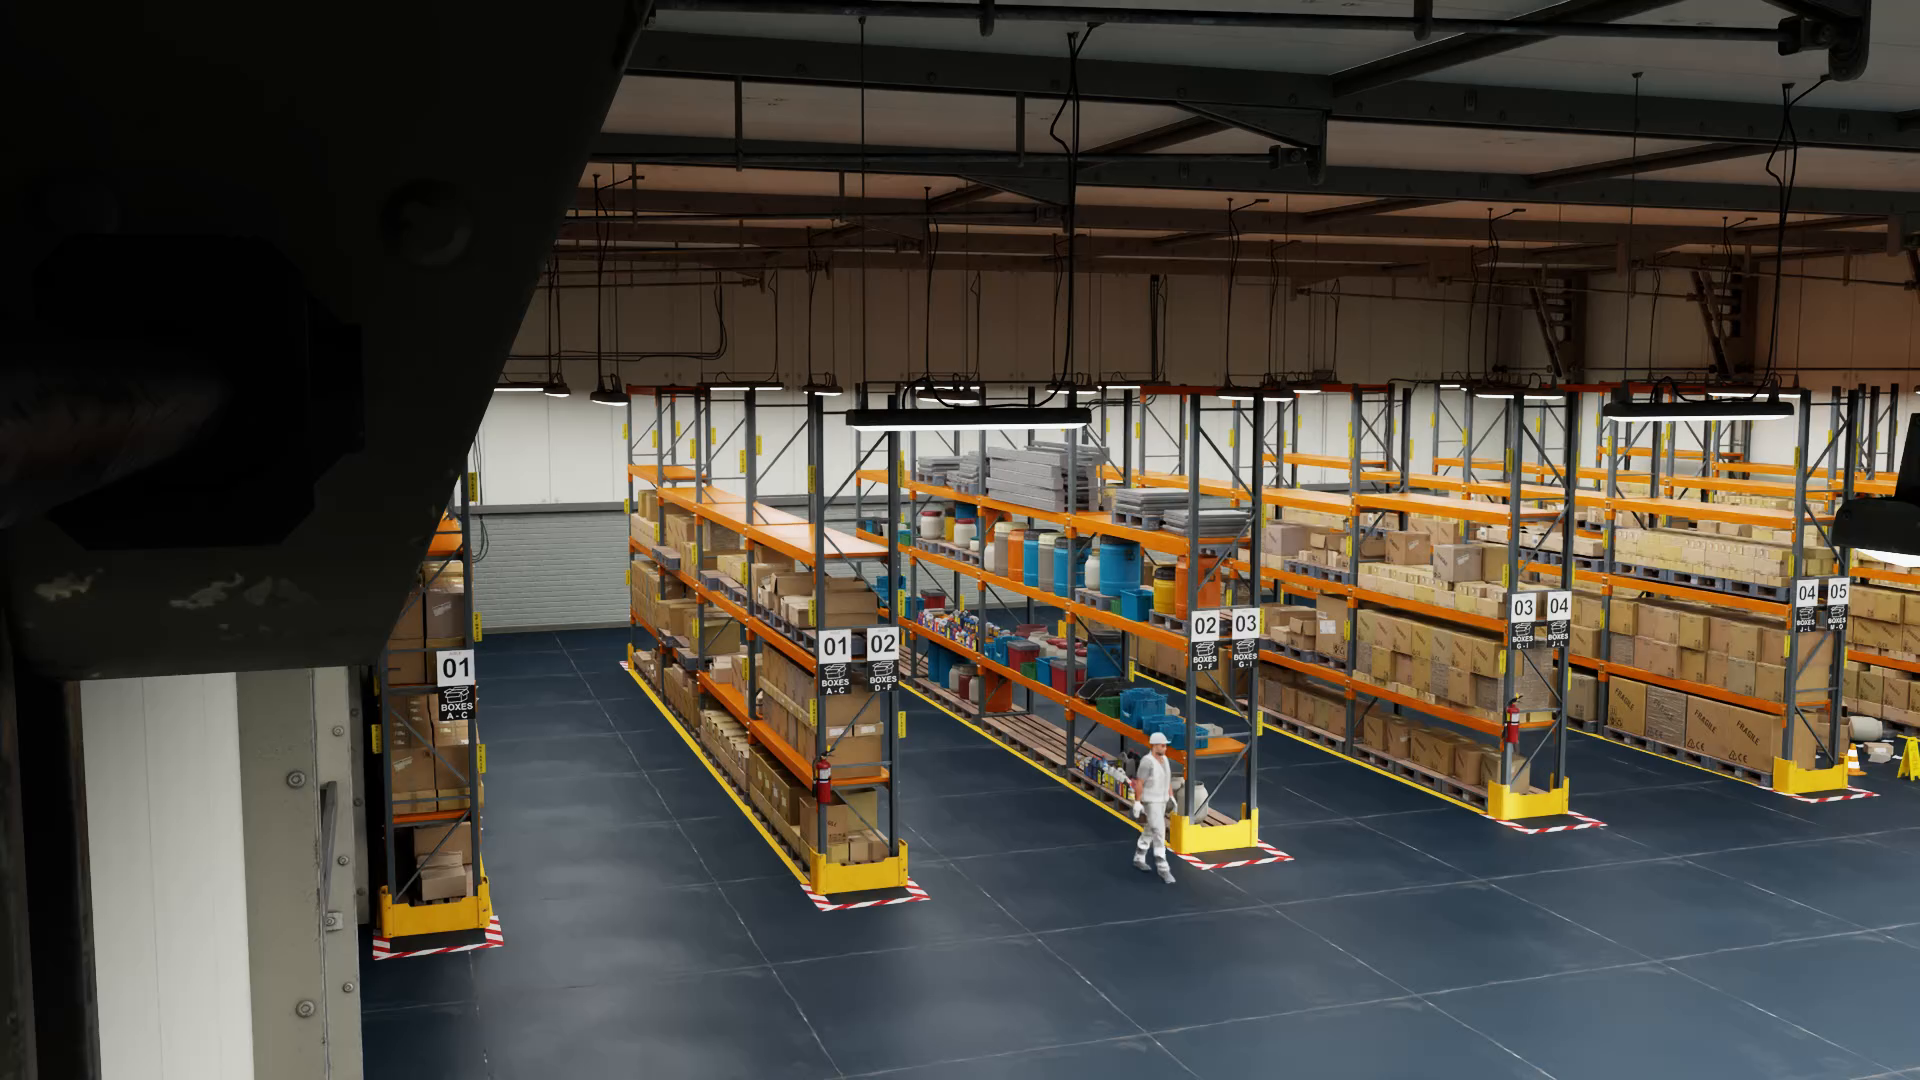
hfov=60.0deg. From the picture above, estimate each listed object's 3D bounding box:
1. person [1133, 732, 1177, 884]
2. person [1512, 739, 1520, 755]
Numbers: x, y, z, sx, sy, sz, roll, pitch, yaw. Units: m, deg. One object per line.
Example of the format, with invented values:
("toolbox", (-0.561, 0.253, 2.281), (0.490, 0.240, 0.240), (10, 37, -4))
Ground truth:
("person", (2.495, 3.314, 20.806), (0.763, 1.798, 0.602), (5, 7, 38))
("person", (8.654, 2.810, 26.158), (0.489, 1.626, 0.497), (-1, 6, -5))
